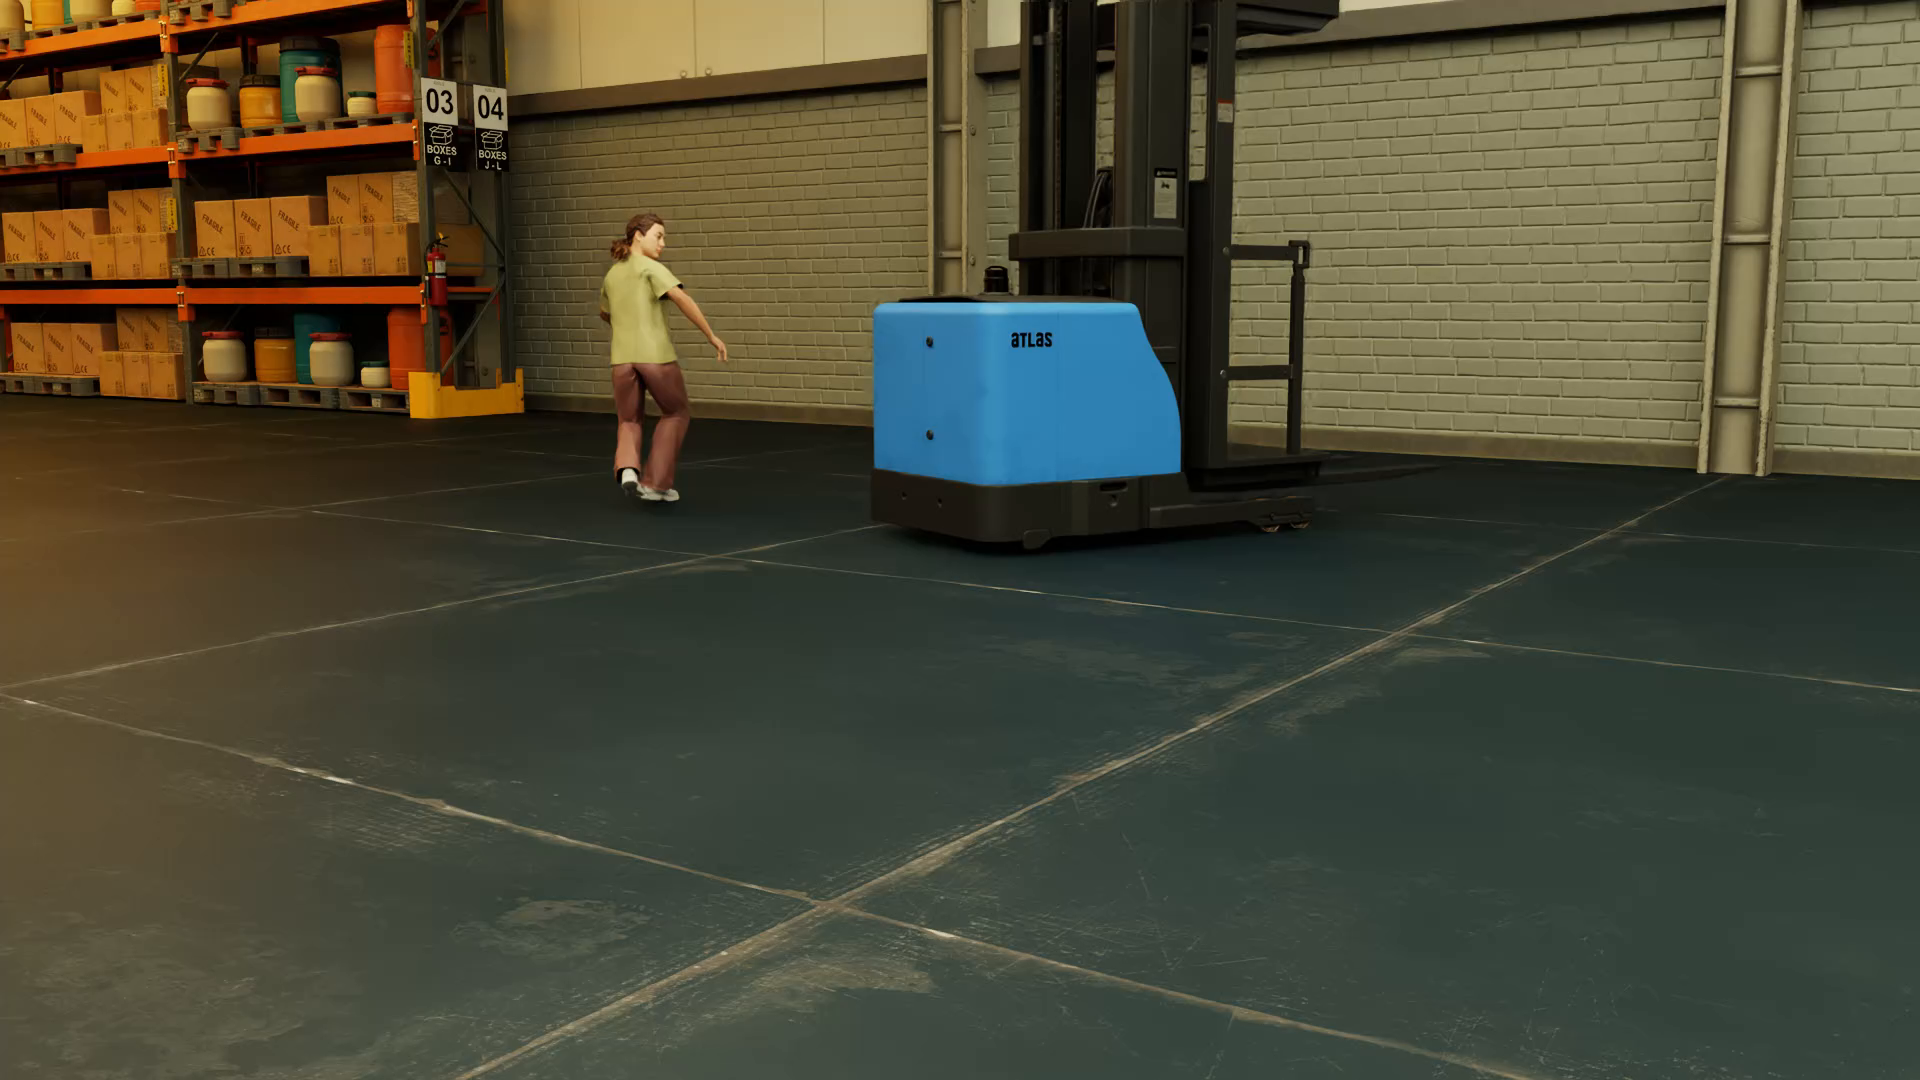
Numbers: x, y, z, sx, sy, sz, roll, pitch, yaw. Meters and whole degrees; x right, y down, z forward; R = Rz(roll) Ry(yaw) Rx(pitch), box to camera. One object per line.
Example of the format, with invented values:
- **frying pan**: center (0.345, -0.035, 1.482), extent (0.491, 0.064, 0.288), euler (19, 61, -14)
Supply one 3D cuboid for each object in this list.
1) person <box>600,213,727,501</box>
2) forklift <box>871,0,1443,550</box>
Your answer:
- **person**: center (-1.590, -0.957, 8.873), extent (0.787, 1.545, 0.774), euler (3, 9, 18)
- **forklift**: center (1.097, -1.542, 8.036), extent (3.031, 2.935, 1.130), euler (-5, 10, -33)
